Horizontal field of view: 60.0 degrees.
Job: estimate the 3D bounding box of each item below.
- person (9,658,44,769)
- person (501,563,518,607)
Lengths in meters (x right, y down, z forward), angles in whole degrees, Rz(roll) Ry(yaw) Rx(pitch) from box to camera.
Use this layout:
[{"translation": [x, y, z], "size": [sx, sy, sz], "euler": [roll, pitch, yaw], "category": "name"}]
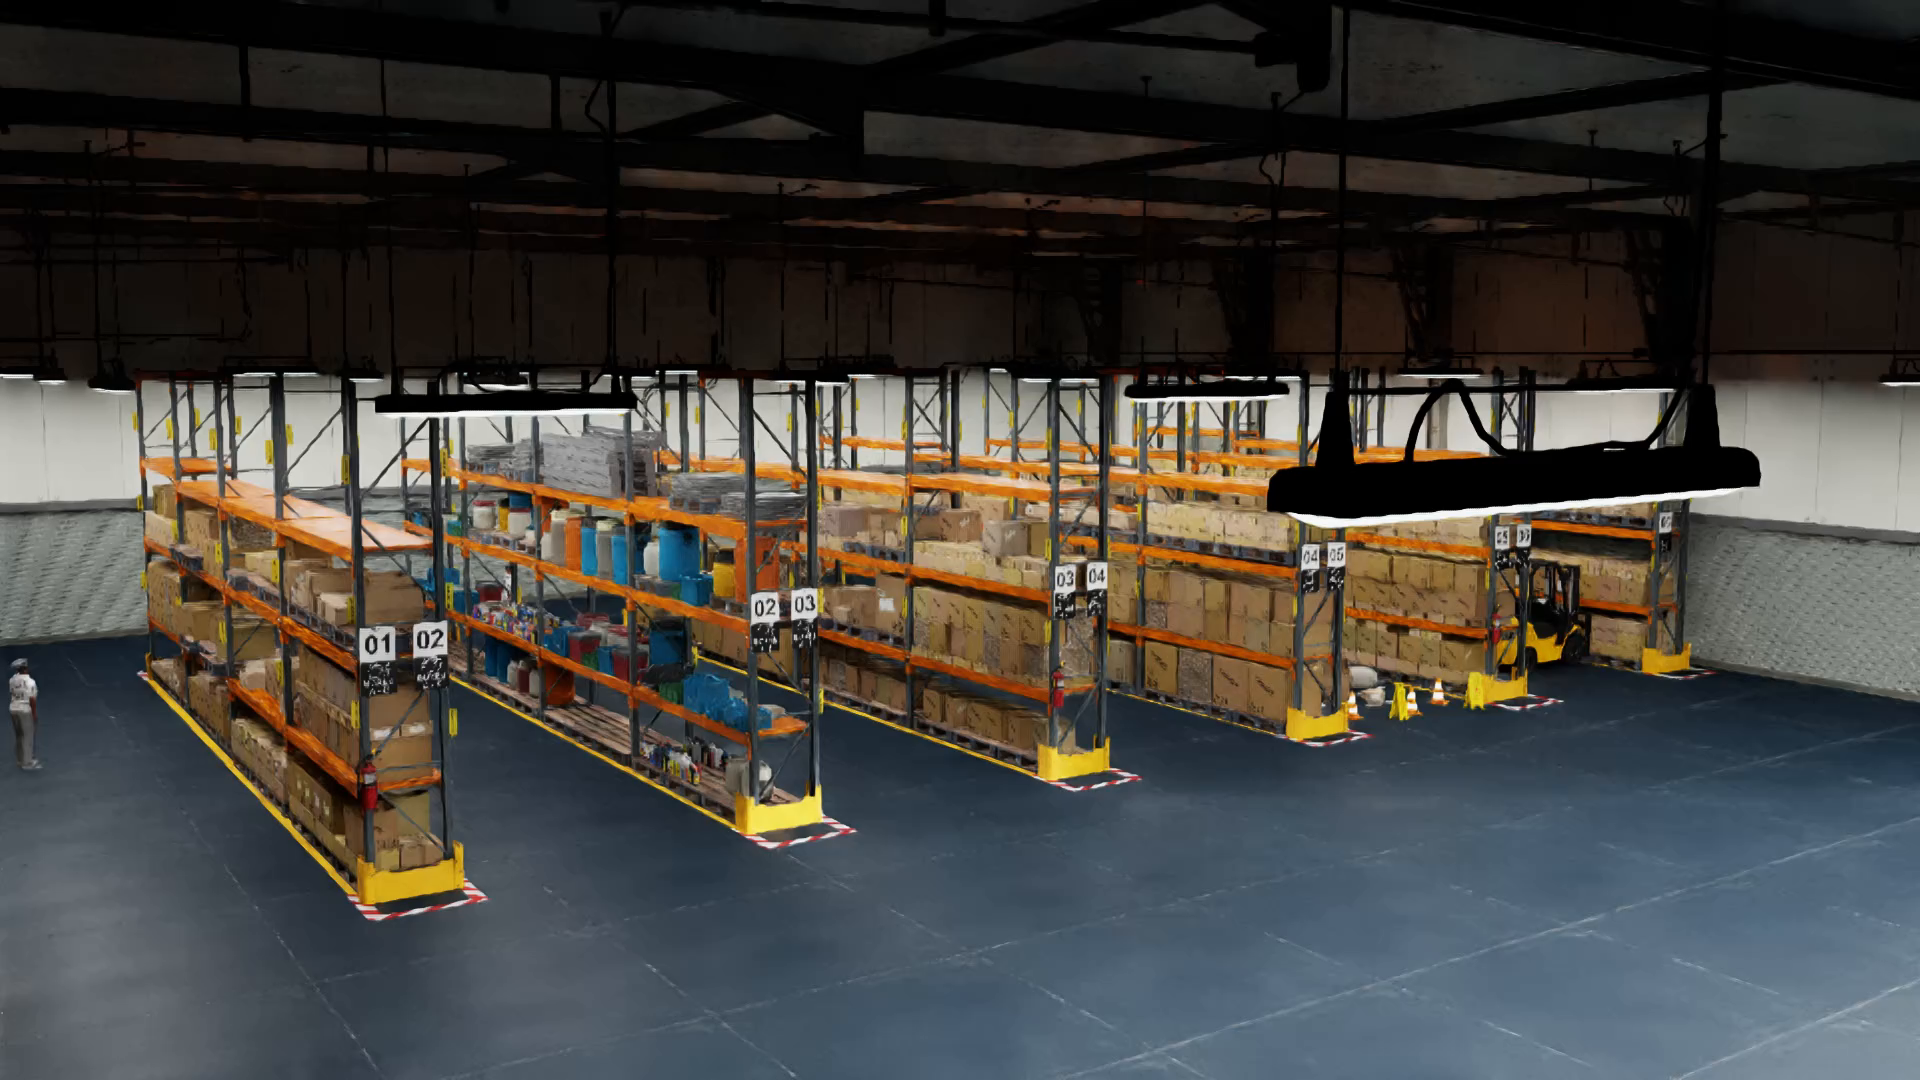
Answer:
[{"translation": [-14.230, 2.633, 25.341], "size": [0.507, 1.679, 0.416], "euler": [3, 7, 24], "category": "person"}, {"translation": [-9.794, 1.357, 36.244], "size": [0.428, 1.760, 0.643], "euler": [-2, 7, -16], "category": "person"}]
